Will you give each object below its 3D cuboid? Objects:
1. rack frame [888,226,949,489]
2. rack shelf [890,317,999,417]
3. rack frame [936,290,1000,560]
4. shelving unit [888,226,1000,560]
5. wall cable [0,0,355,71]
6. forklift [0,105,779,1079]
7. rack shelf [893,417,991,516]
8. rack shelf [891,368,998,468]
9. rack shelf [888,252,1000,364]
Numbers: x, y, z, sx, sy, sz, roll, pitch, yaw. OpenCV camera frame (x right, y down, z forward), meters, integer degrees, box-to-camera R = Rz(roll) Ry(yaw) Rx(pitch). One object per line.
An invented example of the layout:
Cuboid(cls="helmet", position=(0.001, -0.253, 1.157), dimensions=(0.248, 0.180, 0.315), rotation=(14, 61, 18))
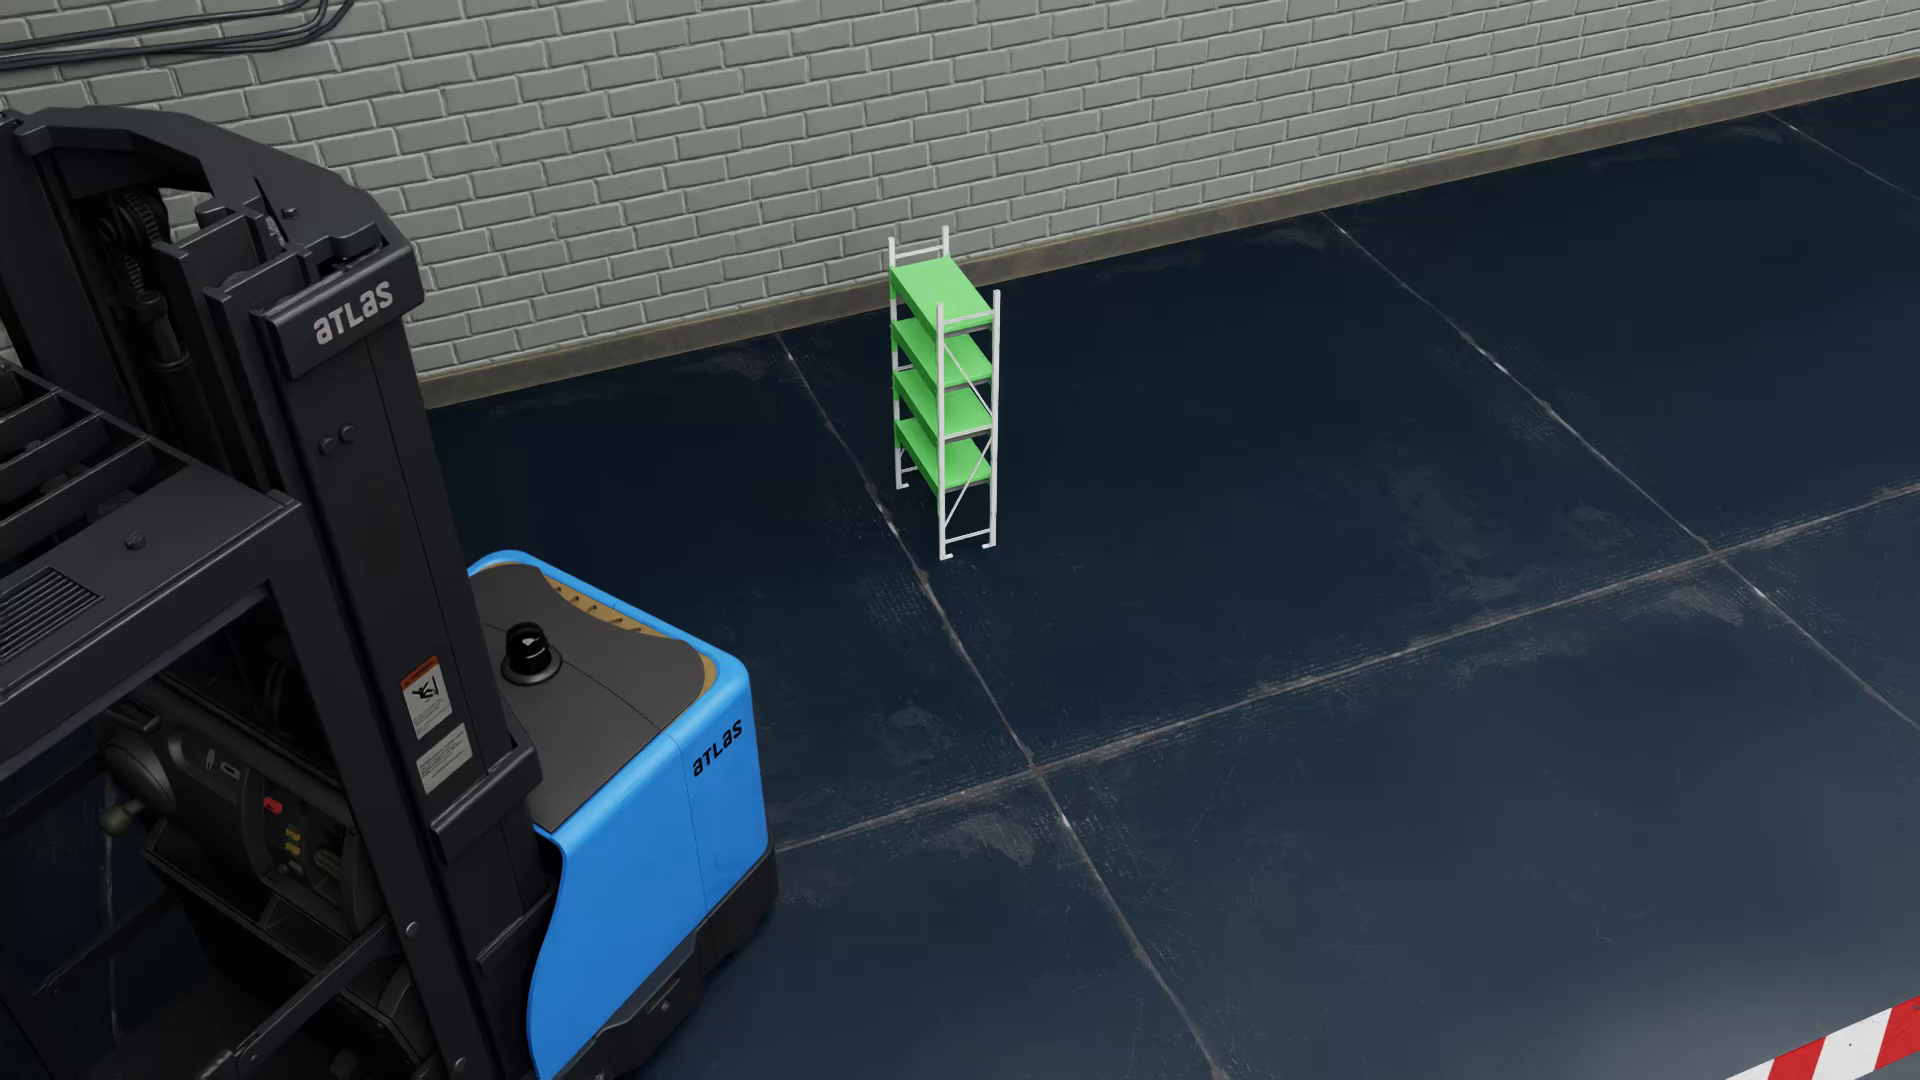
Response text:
Cuboid(cls="rack frame", position=(-0.157, -0.702, 6.646), dimensions=(0.240, 1.200, 0.015), rotation=(-15, 43, -17))
Cuboid(cls="rack shelf", position=(-0.063, -0.688, 6.360), dimensions=(0.258, 0.148, 0.480), rotation=(-15, 43, -17))
Cuboid(cls="rack frame", position=(0.030, -0.408, 6.304), dimensions=(0.240, 1.200, 0.015), rotation=(-15, 43, -17))
Cuboid(cls="shelving unit", position=(-0.063, -0.555, 6.475), dimensions=(0.258, 1.200, 0.503), rotation=(-15, 43, -17))
Cuboid(cls="wall cable", position=(-3.605, -2.473, 5.105), dimensions=(3.097, 2.526, 0.112), rotation=(-15, 43, -17))
Cuboid(cls="forklift", position=(-1.812, 0.683, 3.707), dimensions=(1.130, 2.935, 3.031), rotation=(23, 46, 25))
Cuboid(cls="rack shelf", position=(-0.063, -0.324, 6.673), dimensions=(0.258, 0.148, 0.480), rotation=(-15, 43, -17))
Cuboid(cls="rack shelf", position=(-0.063, -0.506, 6.516), dimensions=(0.258, 0.148, 0.480), rotation=(-15, 43, -17))
Cuboid(cls="rack shelf", position=(-0.063, -0.870, 6.203), dimensions=(0.258, 0.148, 0.480), rotation=(-15, 43, -17))
